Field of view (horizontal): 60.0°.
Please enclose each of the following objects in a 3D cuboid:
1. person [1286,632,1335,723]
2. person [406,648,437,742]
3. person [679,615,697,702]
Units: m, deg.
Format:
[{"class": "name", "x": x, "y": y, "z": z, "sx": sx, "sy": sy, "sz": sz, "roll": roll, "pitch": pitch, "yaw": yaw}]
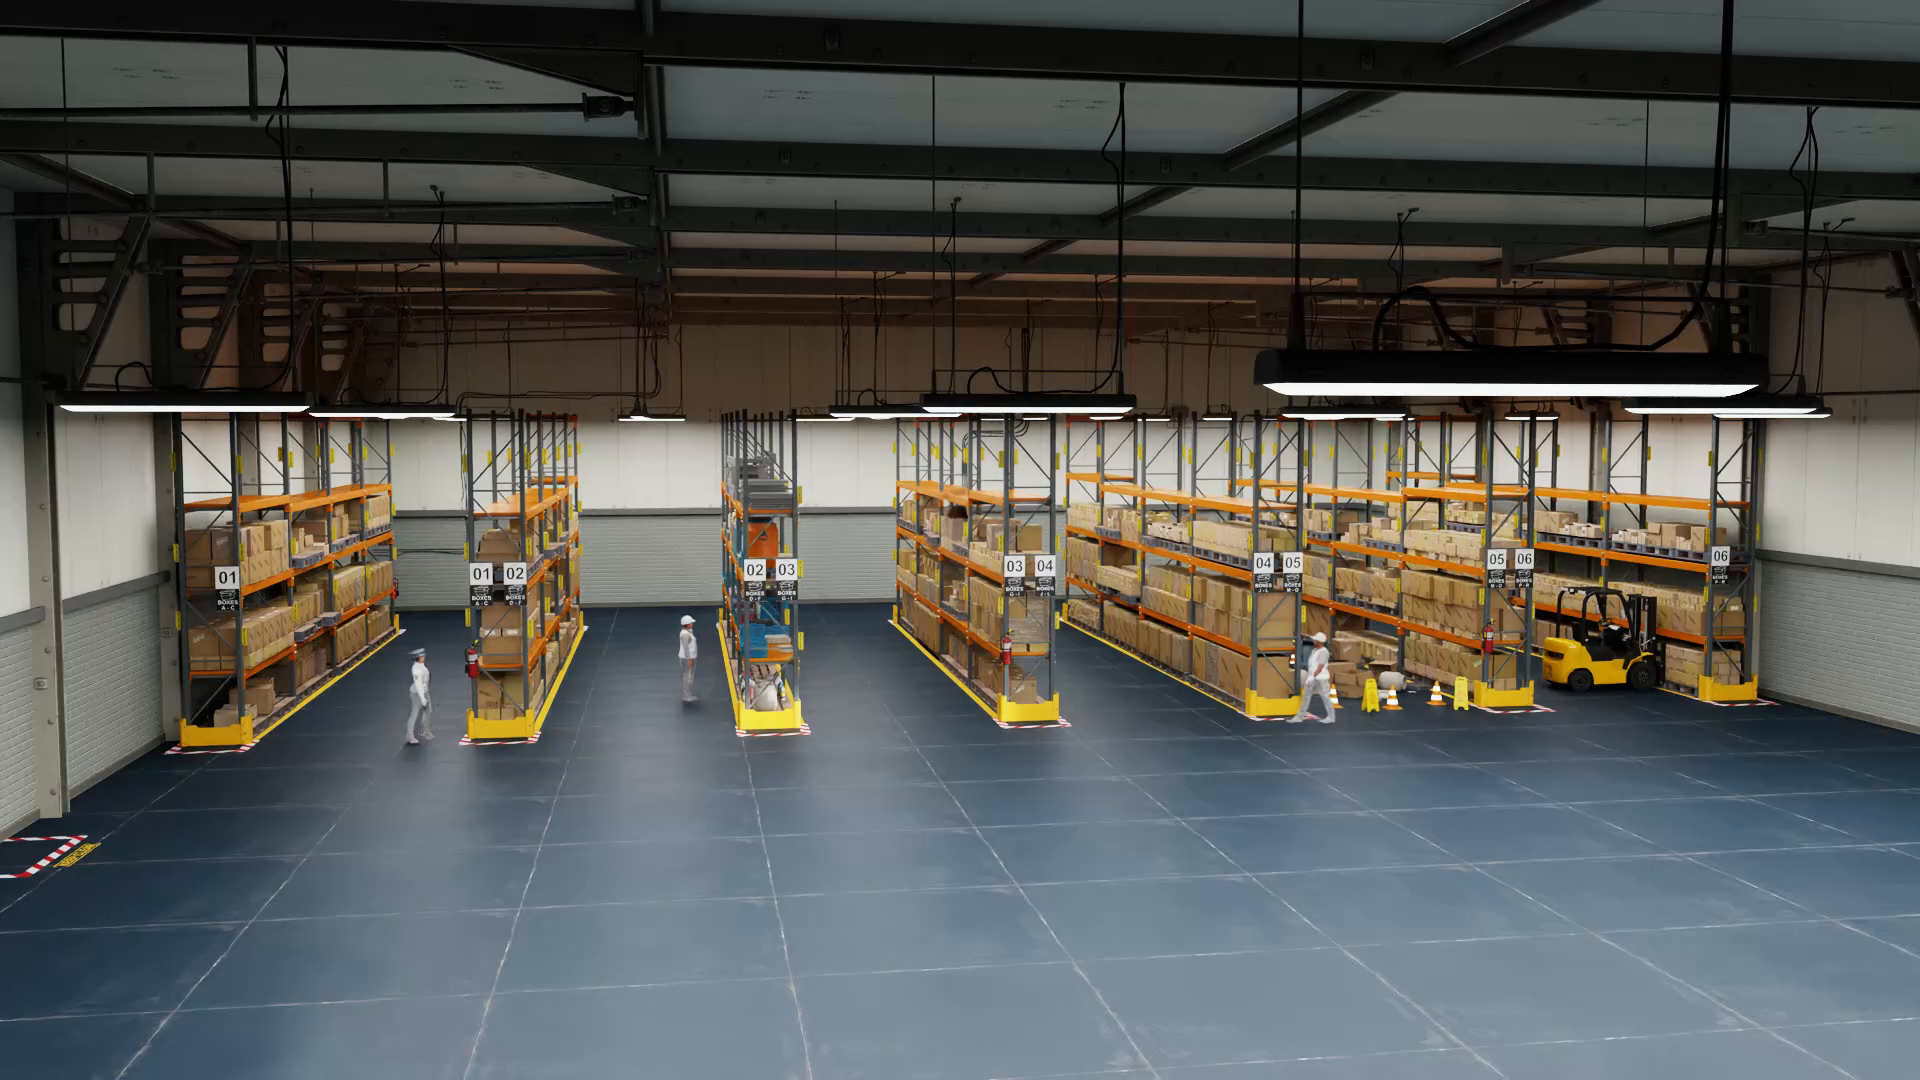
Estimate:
[{"class": "person", "x": 6.711, "y": 2.623, "z": 31.553, "sx": 0.916, "sy": 1.743, "sz": 0.558, "roll": -2, "pitch": 4, "yaw": -23}, {"class": "person", "x": -9.755, "y": 2.811, "z": 30.024, "sx": 0.424, "sy": 1.731, "sz": 0.612, "roll": 0, "pitch": 4, "yaw": 2}, {"class": "person", "x": -5.618, "y": 2.439, "z": 34.342, "sx": 0.366, "sy": 1.779, "sz": 0.569, "roll": 0, "pitch": 4, "yaw": 5}]
